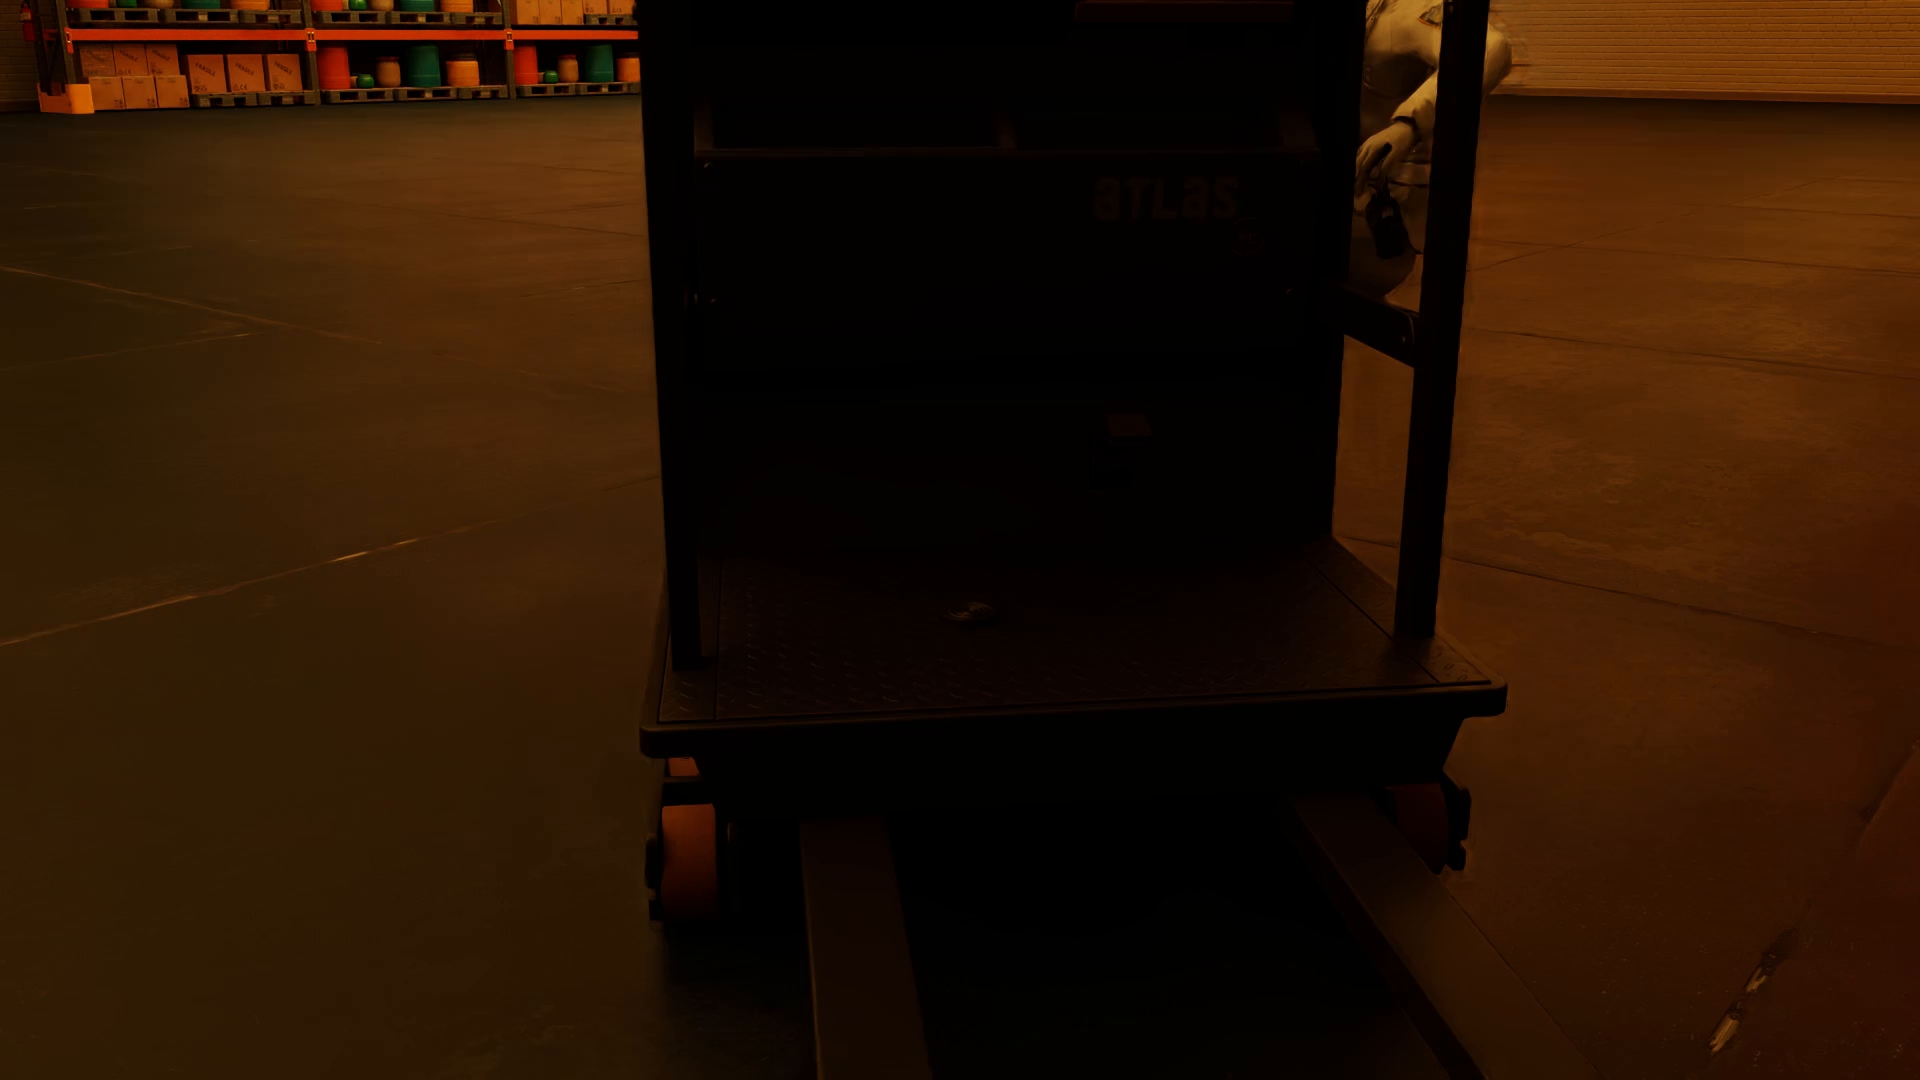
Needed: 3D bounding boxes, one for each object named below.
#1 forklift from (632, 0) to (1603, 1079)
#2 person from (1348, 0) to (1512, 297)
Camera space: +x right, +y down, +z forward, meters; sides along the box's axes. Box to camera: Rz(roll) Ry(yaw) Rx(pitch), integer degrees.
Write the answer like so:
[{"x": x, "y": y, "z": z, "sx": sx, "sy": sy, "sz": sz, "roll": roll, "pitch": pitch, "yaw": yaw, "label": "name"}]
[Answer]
[{"x": 0.100, "y": -0.991, "z": 2.160, "sx": 1.130, "sy": 2.935, "sz": 3.031, "roll": -2, "pitch": 17, "yaw": -7, "label": "forklift"}, {"x": 0.627, "y": -0.690, "z": 3.458, "sx": 0.767, "sy": 1.454, "sz": 0.991, "roll": -4, "pitch": 17, "yaw": -14, "label": "person"}]
